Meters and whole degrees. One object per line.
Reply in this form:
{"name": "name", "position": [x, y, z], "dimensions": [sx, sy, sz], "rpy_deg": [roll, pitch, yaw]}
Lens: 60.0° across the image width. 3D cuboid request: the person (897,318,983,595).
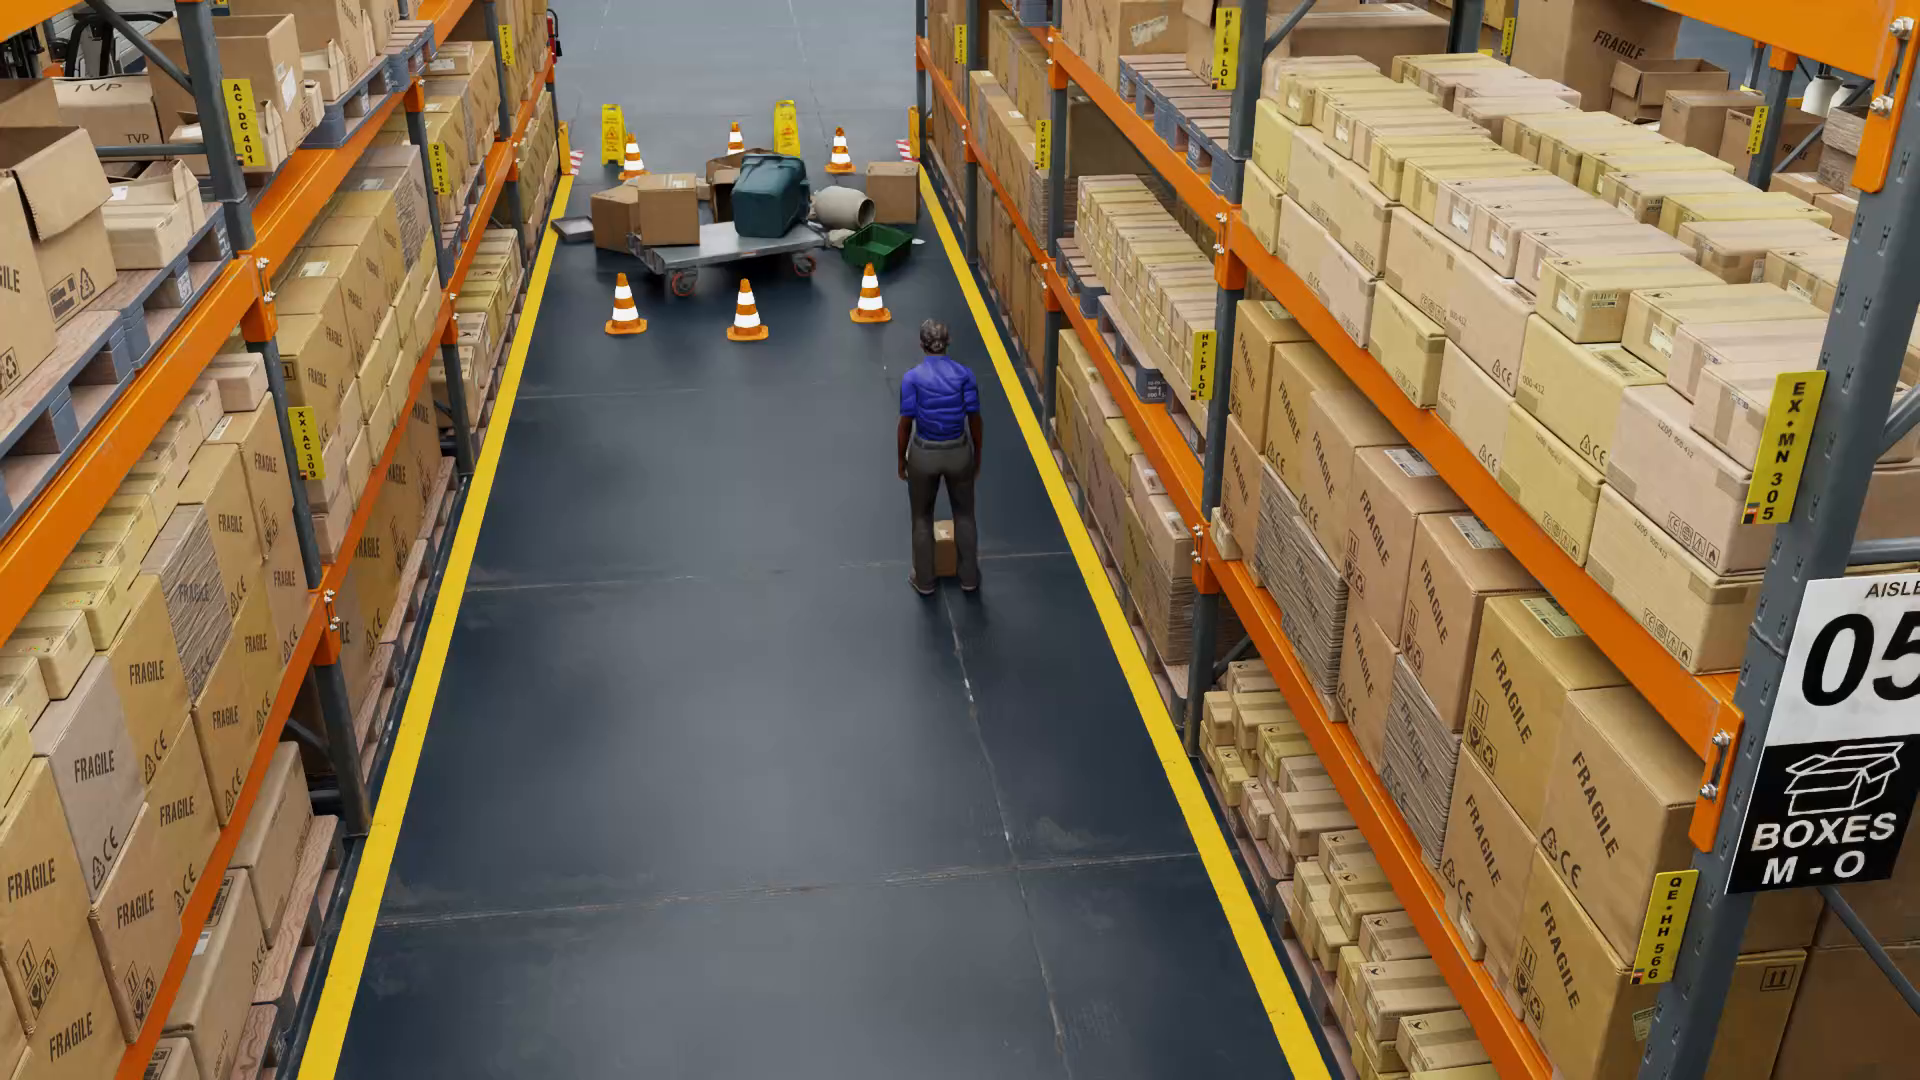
{"name": "person", "position": [-0.108, -0.460, 9.529], "dimensions": [0.509, 1.640, 0.350], "rpy_deg": [-4, 28, -7]}
